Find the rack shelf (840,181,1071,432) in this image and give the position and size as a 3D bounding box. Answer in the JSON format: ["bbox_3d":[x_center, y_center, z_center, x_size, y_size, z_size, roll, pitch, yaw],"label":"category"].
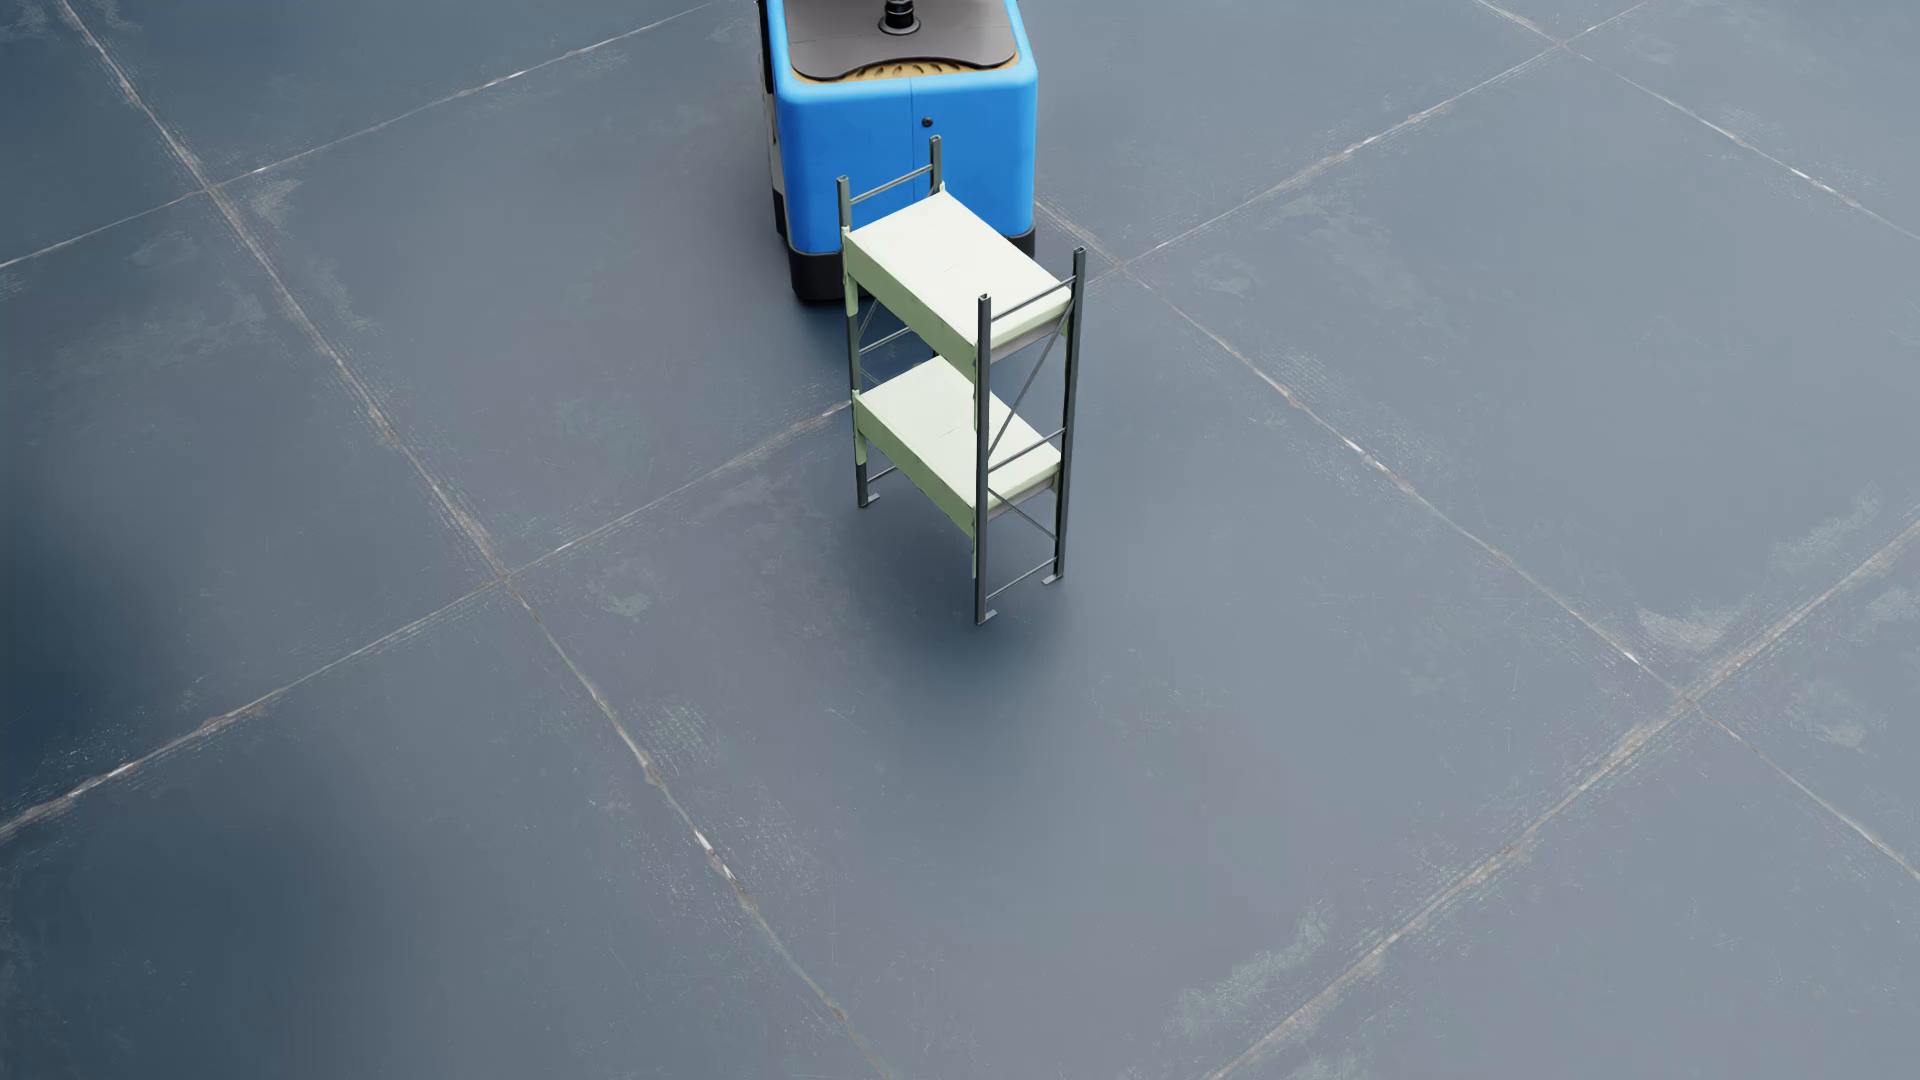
[{"bbox_3d":[-0.004,-0.770,5.409,0.431,0.370,0.720,-29,54,-24],"label":"rack shelf"}]

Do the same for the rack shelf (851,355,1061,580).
[{"bbox_3d":[-0.004,-0.289,5.939,0.431,0.370,0.720,-29,54,-24],"label":"rack shelf"}]

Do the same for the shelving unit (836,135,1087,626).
[{"bbox_3d":[-0.004,-0.508,5.698,0.431,1.500,0.755,-29,54,-24],"label":"shelving unit"}]

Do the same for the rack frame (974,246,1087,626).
[{"bbox_3d":[0.218,-0.292,5.502,0.400,1.500,0.023,-29,54,-24],"label":"rack frame"}]

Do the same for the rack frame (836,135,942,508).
[{"bbox_3d":[-0.226,-0.723,5.894,0.400,1.500,0.023,-29,54,-24],"label":"rack frame"}]

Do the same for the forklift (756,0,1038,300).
[{"bbox_3d":[-0.398,-3.110,7.092,1.130,2.935,3.031,-6,48,-5],"label":"forklift"}]
